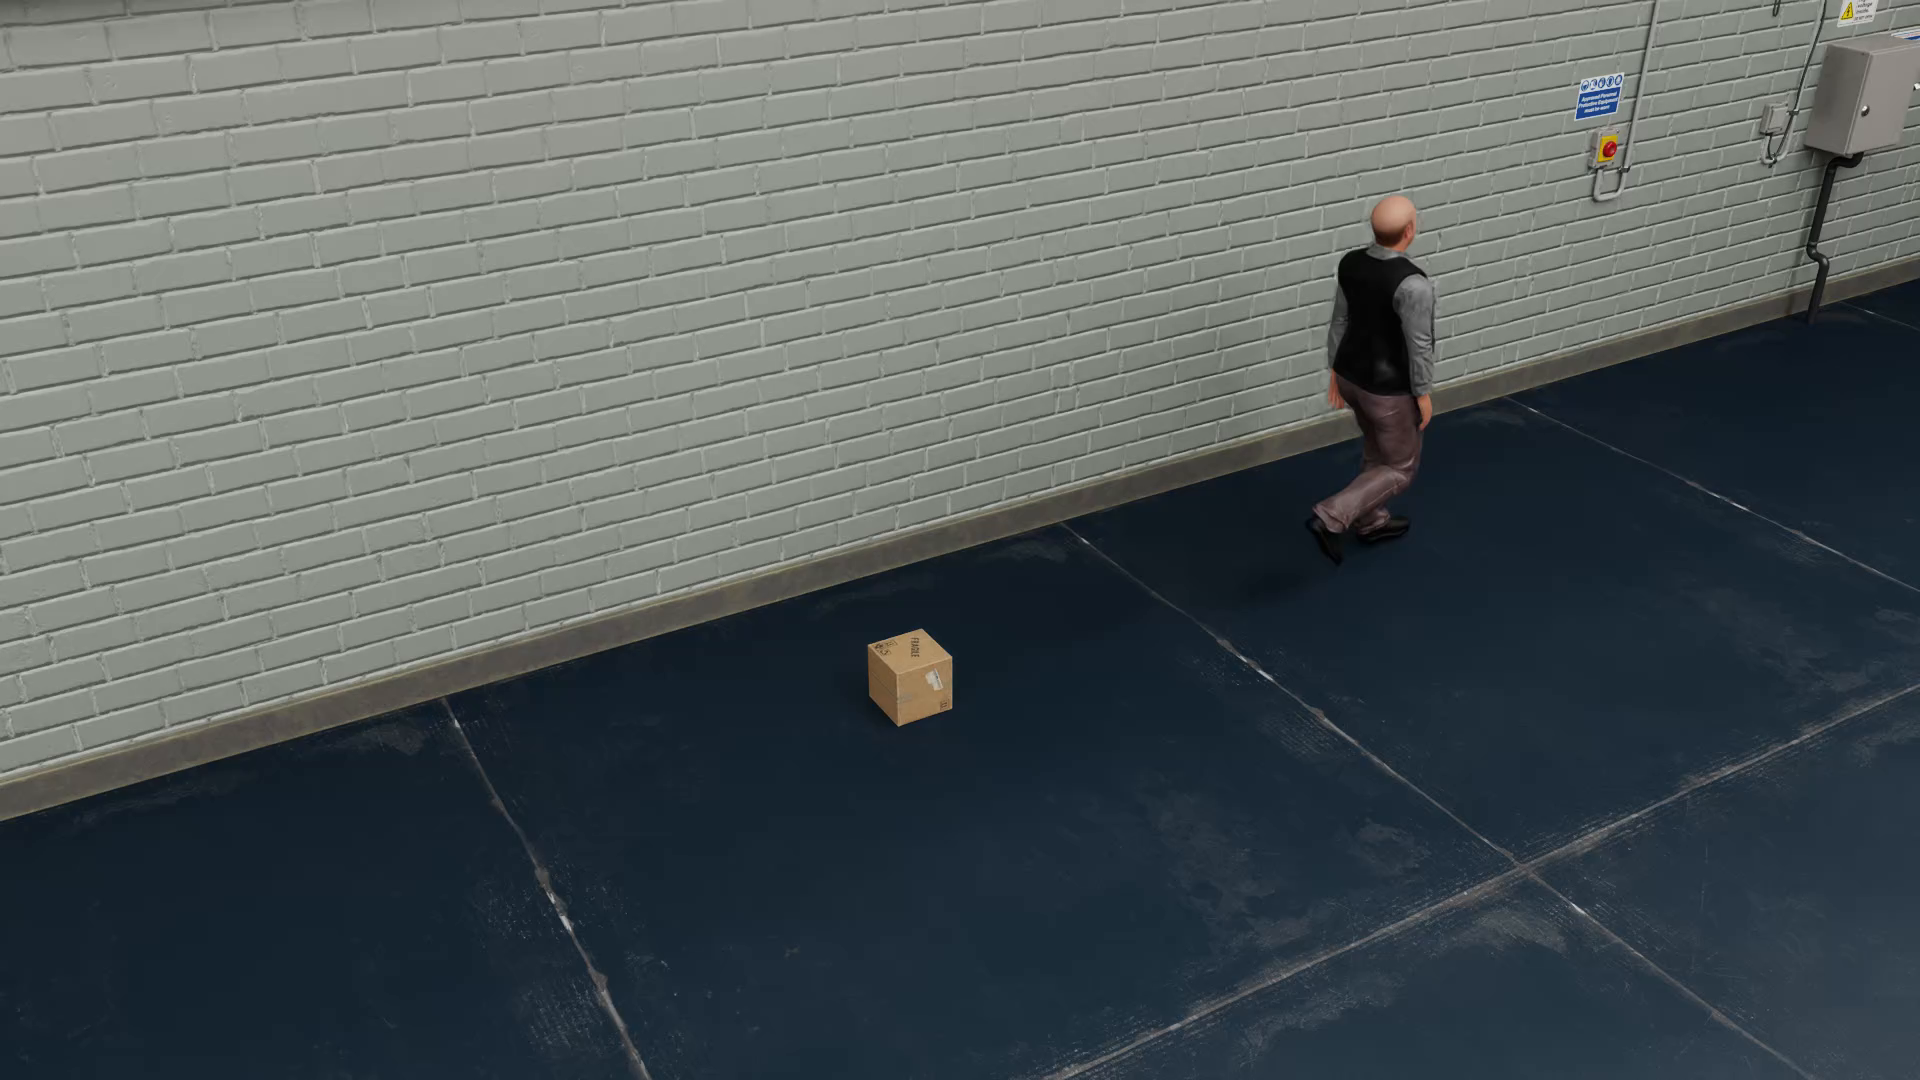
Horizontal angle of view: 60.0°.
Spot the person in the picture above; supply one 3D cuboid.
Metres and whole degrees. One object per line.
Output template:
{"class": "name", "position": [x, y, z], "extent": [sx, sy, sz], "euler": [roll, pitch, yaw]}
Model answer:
{"class": "person", "position": [1.838, -0.689, 7.370], "extent": [0.766, 1.698, 0.535], "euler": [-14, 32, -24]}
